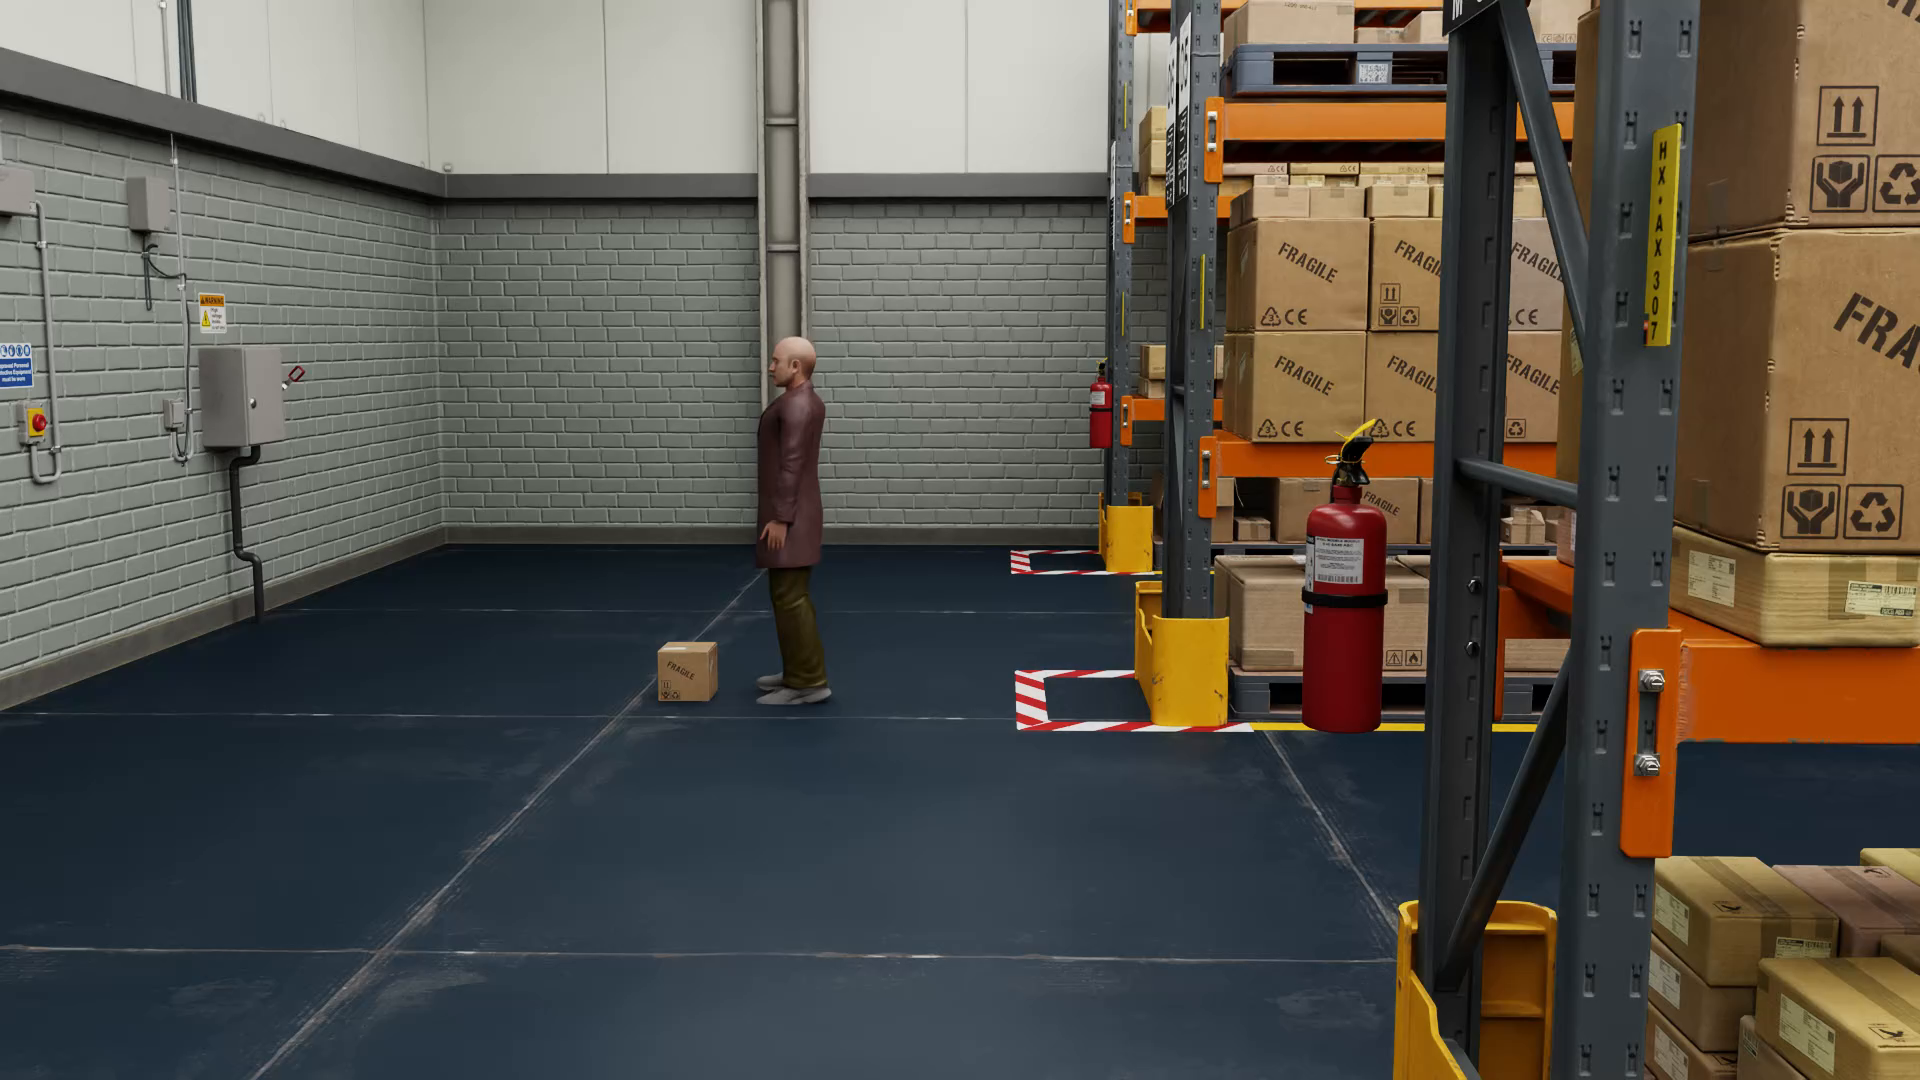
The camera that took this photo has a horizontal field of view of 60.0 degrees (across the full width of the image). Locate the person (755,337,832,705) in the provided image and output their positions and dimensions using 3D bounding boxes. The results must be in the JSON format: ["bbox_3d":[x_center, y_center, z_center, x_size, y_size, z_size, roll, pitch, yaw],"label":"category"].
[{"bbox_3d":[-0.831,-0.084,8.141,0.413,1.809,0.560,0,7,3],"label":"person"}]
